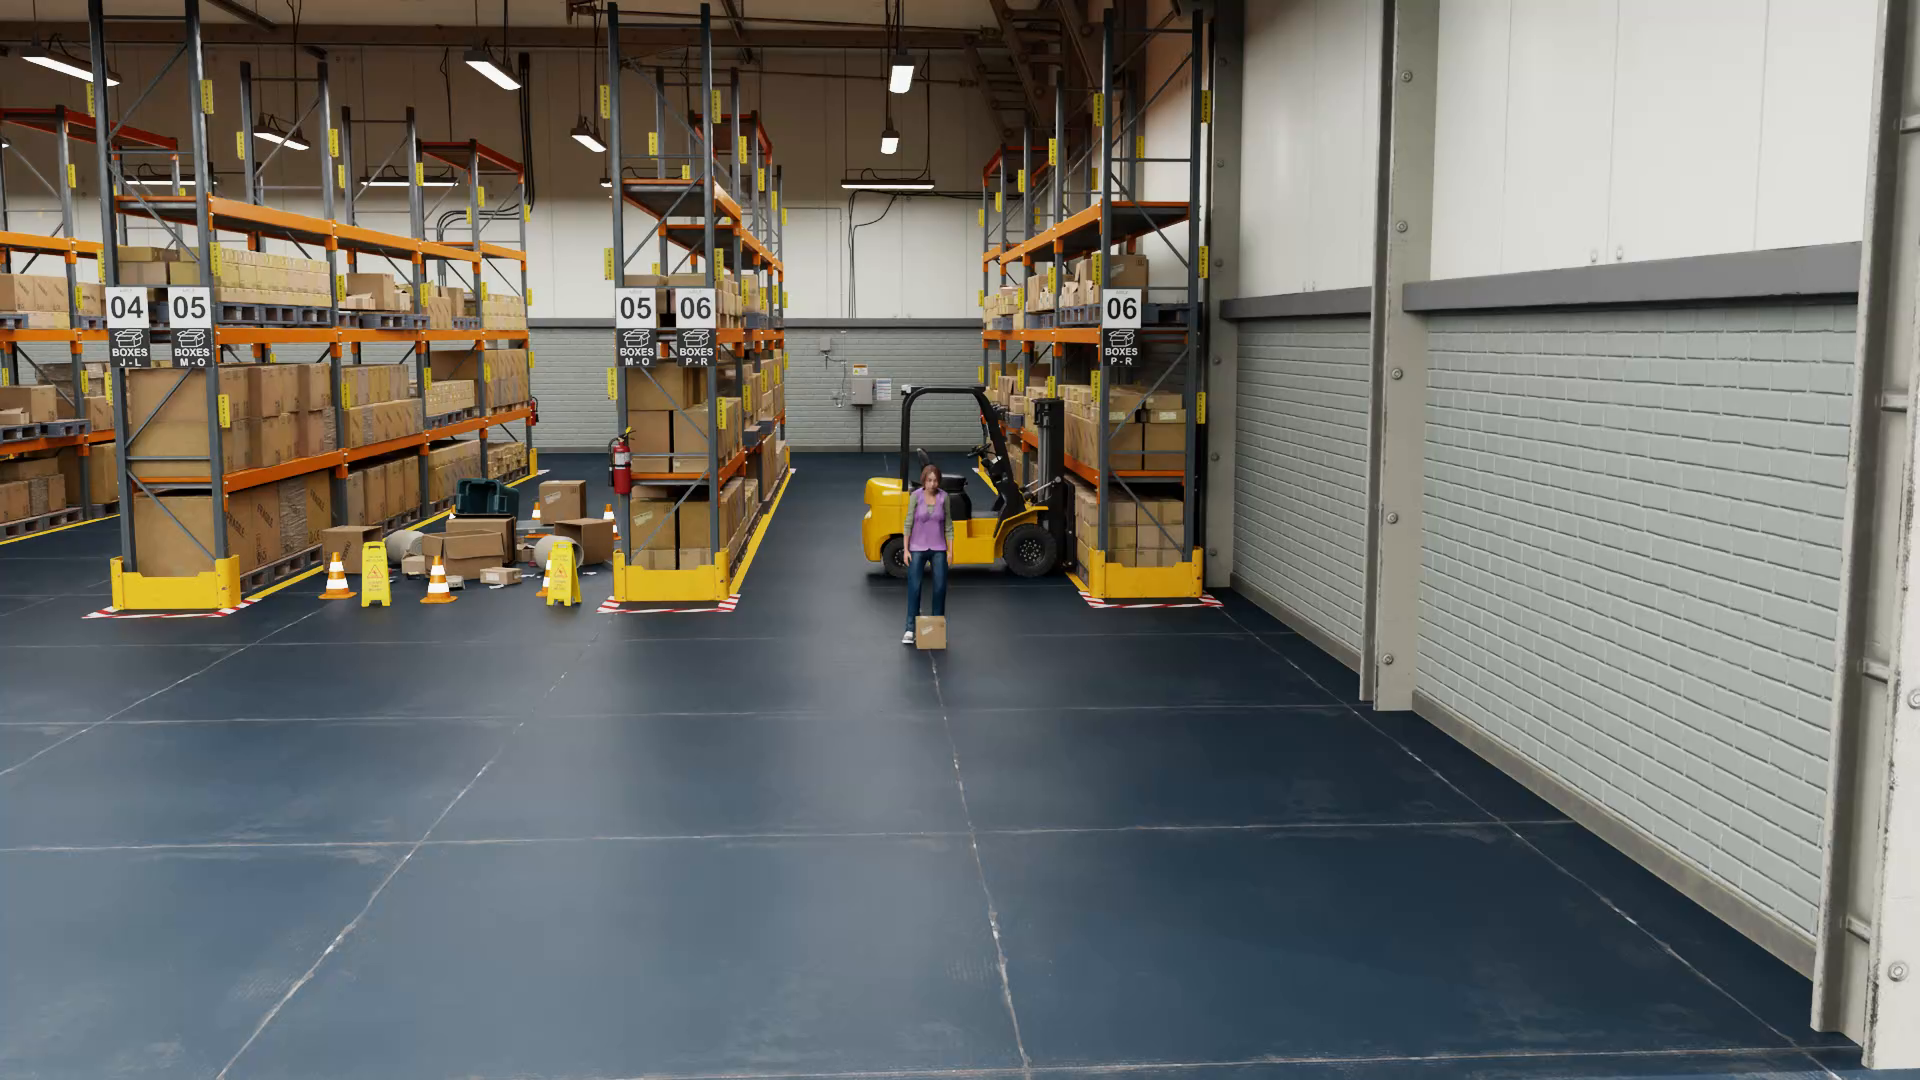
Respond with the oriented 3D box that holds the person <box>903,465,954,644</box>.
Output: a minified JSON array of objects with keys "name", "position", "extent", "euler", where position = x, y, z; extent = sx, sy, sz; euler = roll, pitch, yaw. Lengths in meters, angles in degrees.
[{"name":"person","position":[-0.289,0.121,14.835],"extent":[0.467,1.591,0.350],"euler":[-1,7,-7]}]
